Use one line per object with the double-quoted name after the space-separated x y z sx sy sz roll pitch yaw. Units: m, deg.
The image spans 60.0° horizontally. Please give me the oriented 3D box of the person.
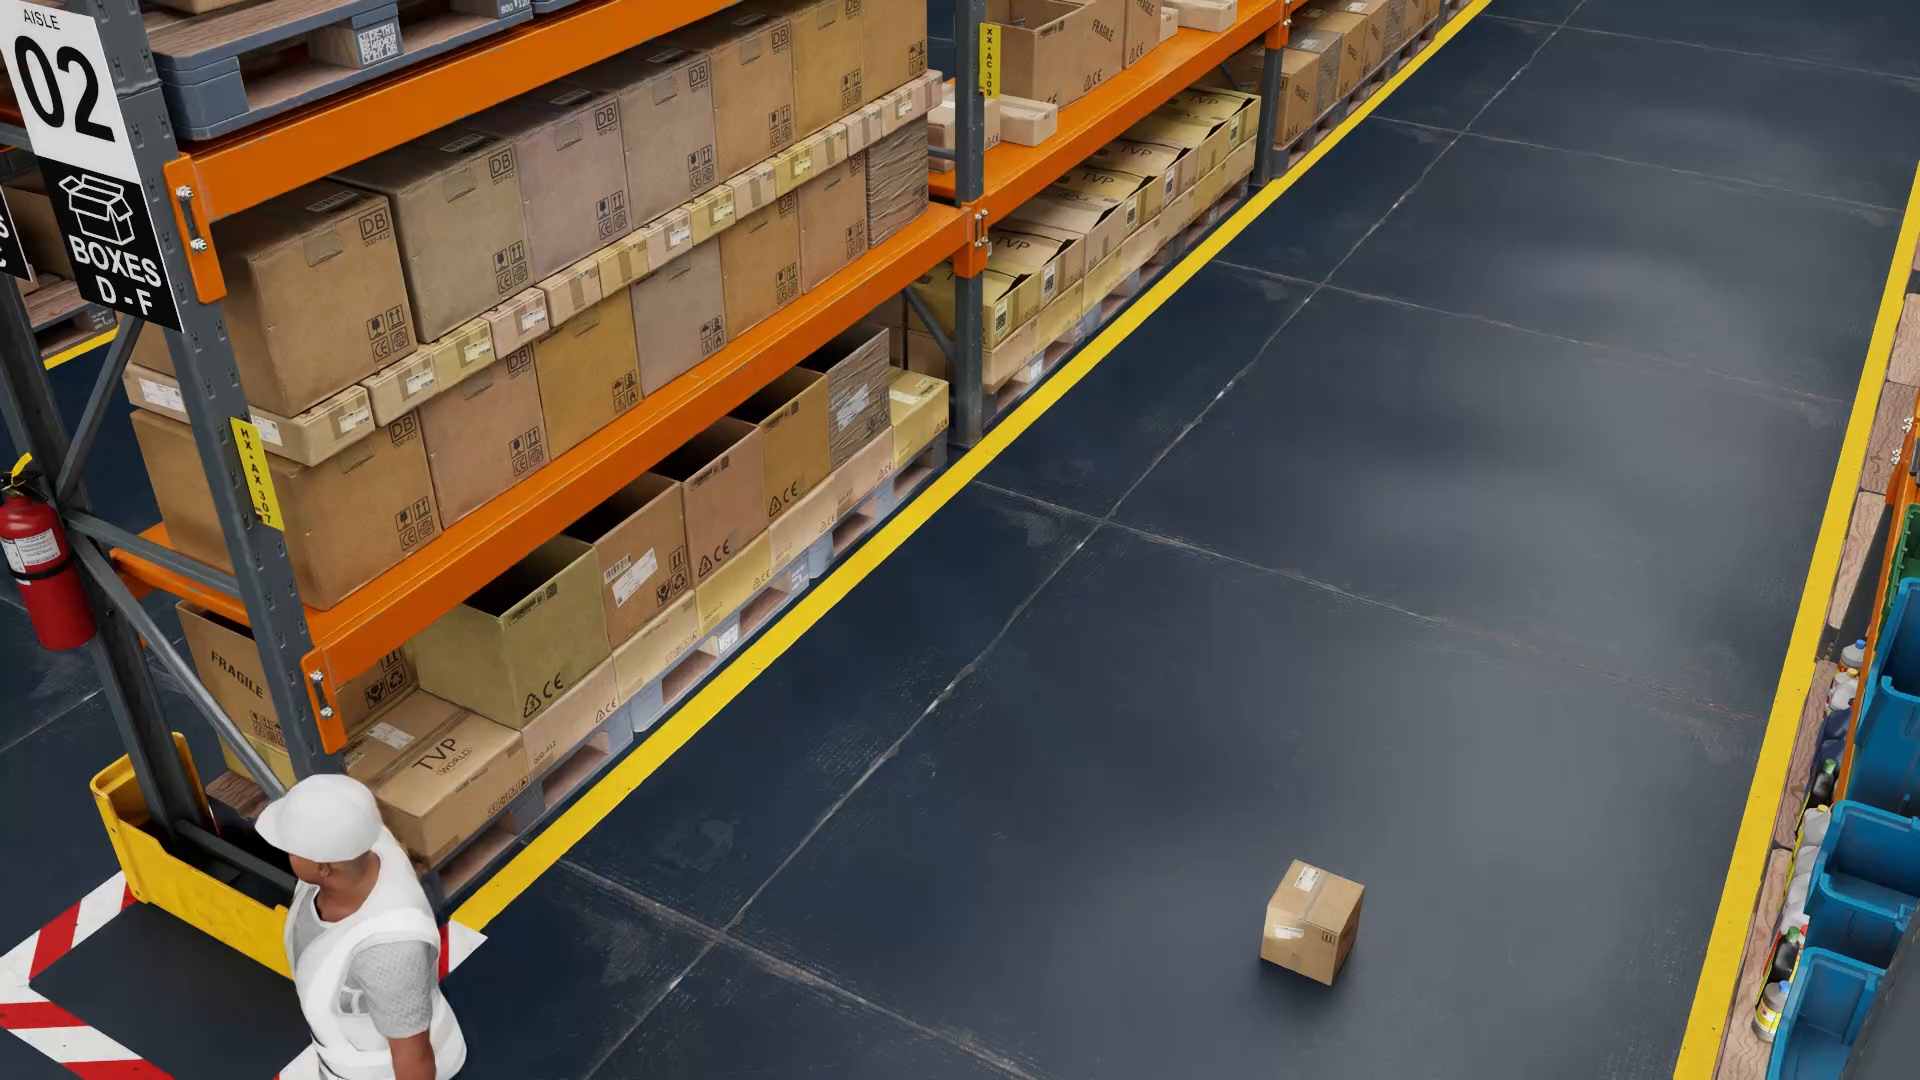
-1.450 1.282 4.174 0.700 1.771 0.584 -21 39 -28 "person"
